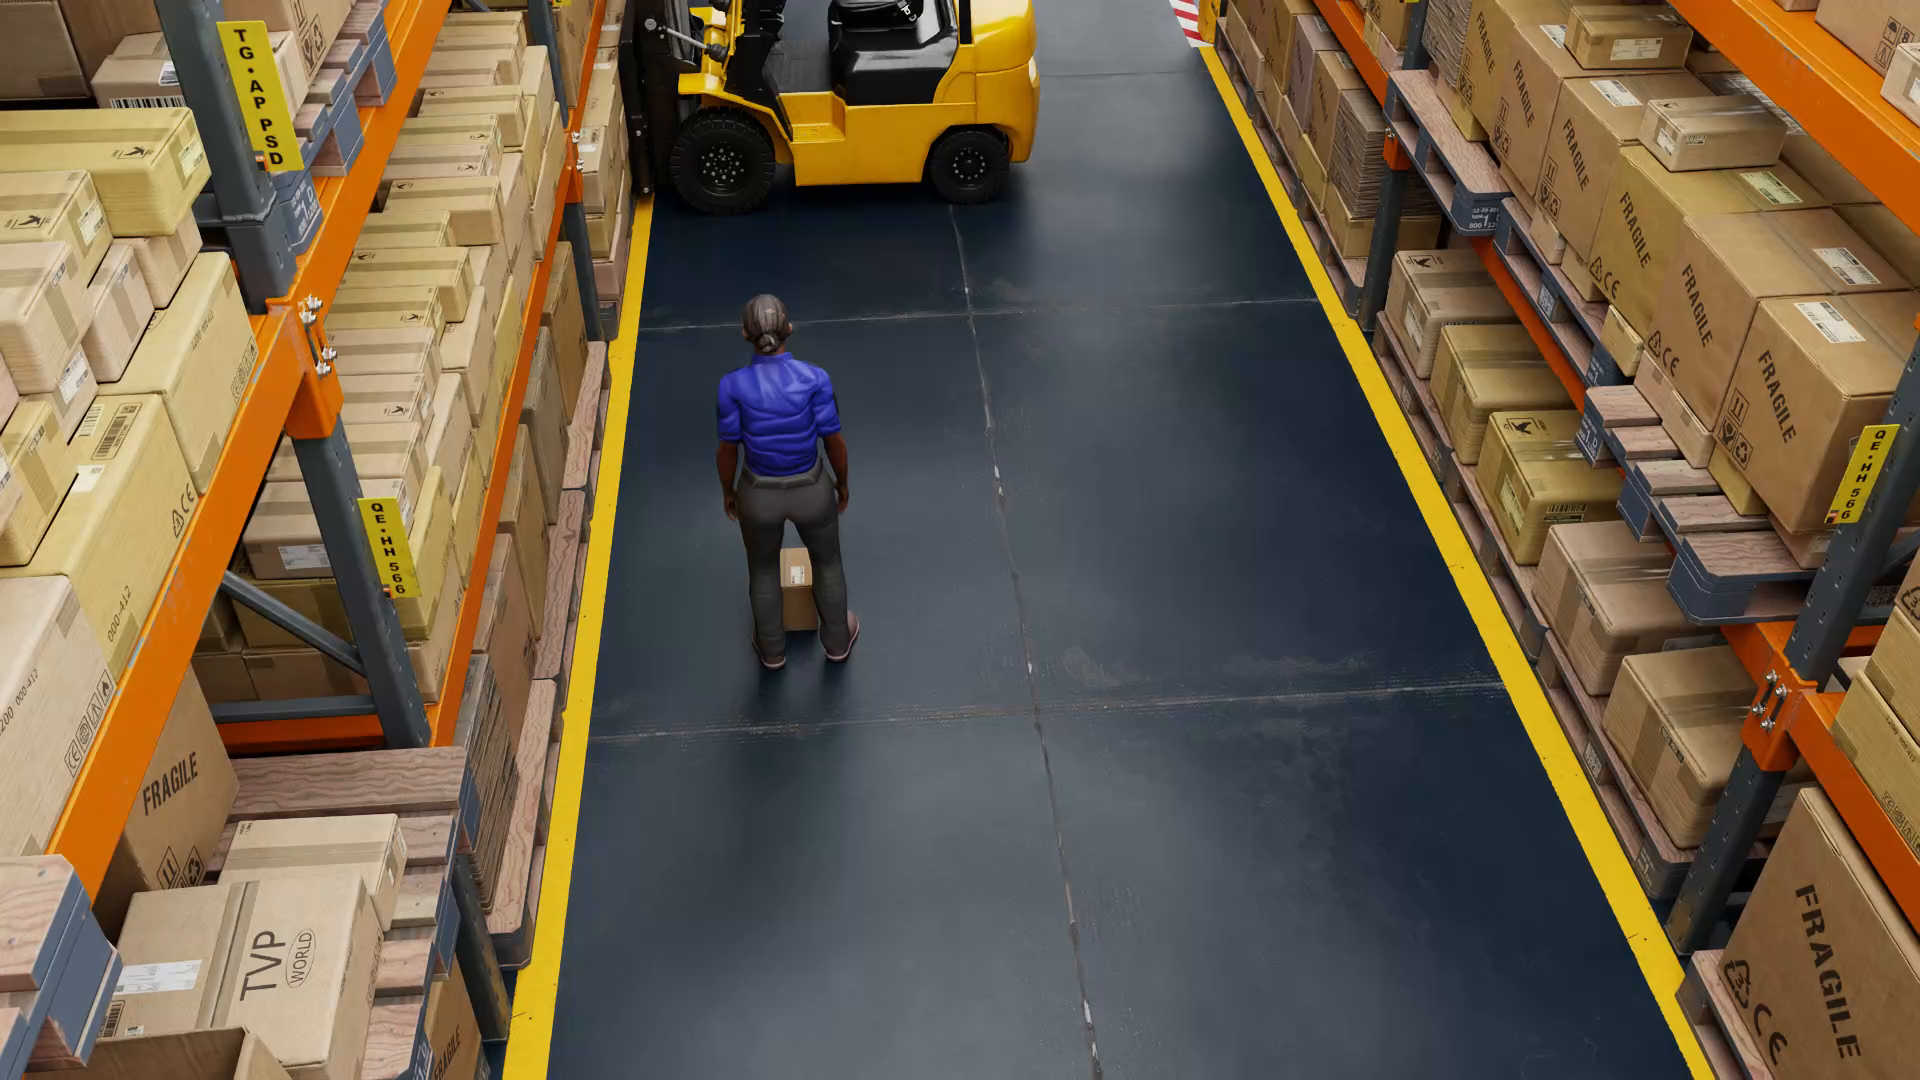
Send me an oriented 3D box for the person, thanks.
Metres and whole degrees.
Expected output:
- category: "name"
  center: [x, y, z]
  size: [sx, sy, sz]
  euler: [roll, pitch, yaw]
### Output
- category: "person"
  center: [-0.664, -0.188, 6.388]
  size: [0.505, 1.654, 0.352]
  euler: [-5, 40, -6]
